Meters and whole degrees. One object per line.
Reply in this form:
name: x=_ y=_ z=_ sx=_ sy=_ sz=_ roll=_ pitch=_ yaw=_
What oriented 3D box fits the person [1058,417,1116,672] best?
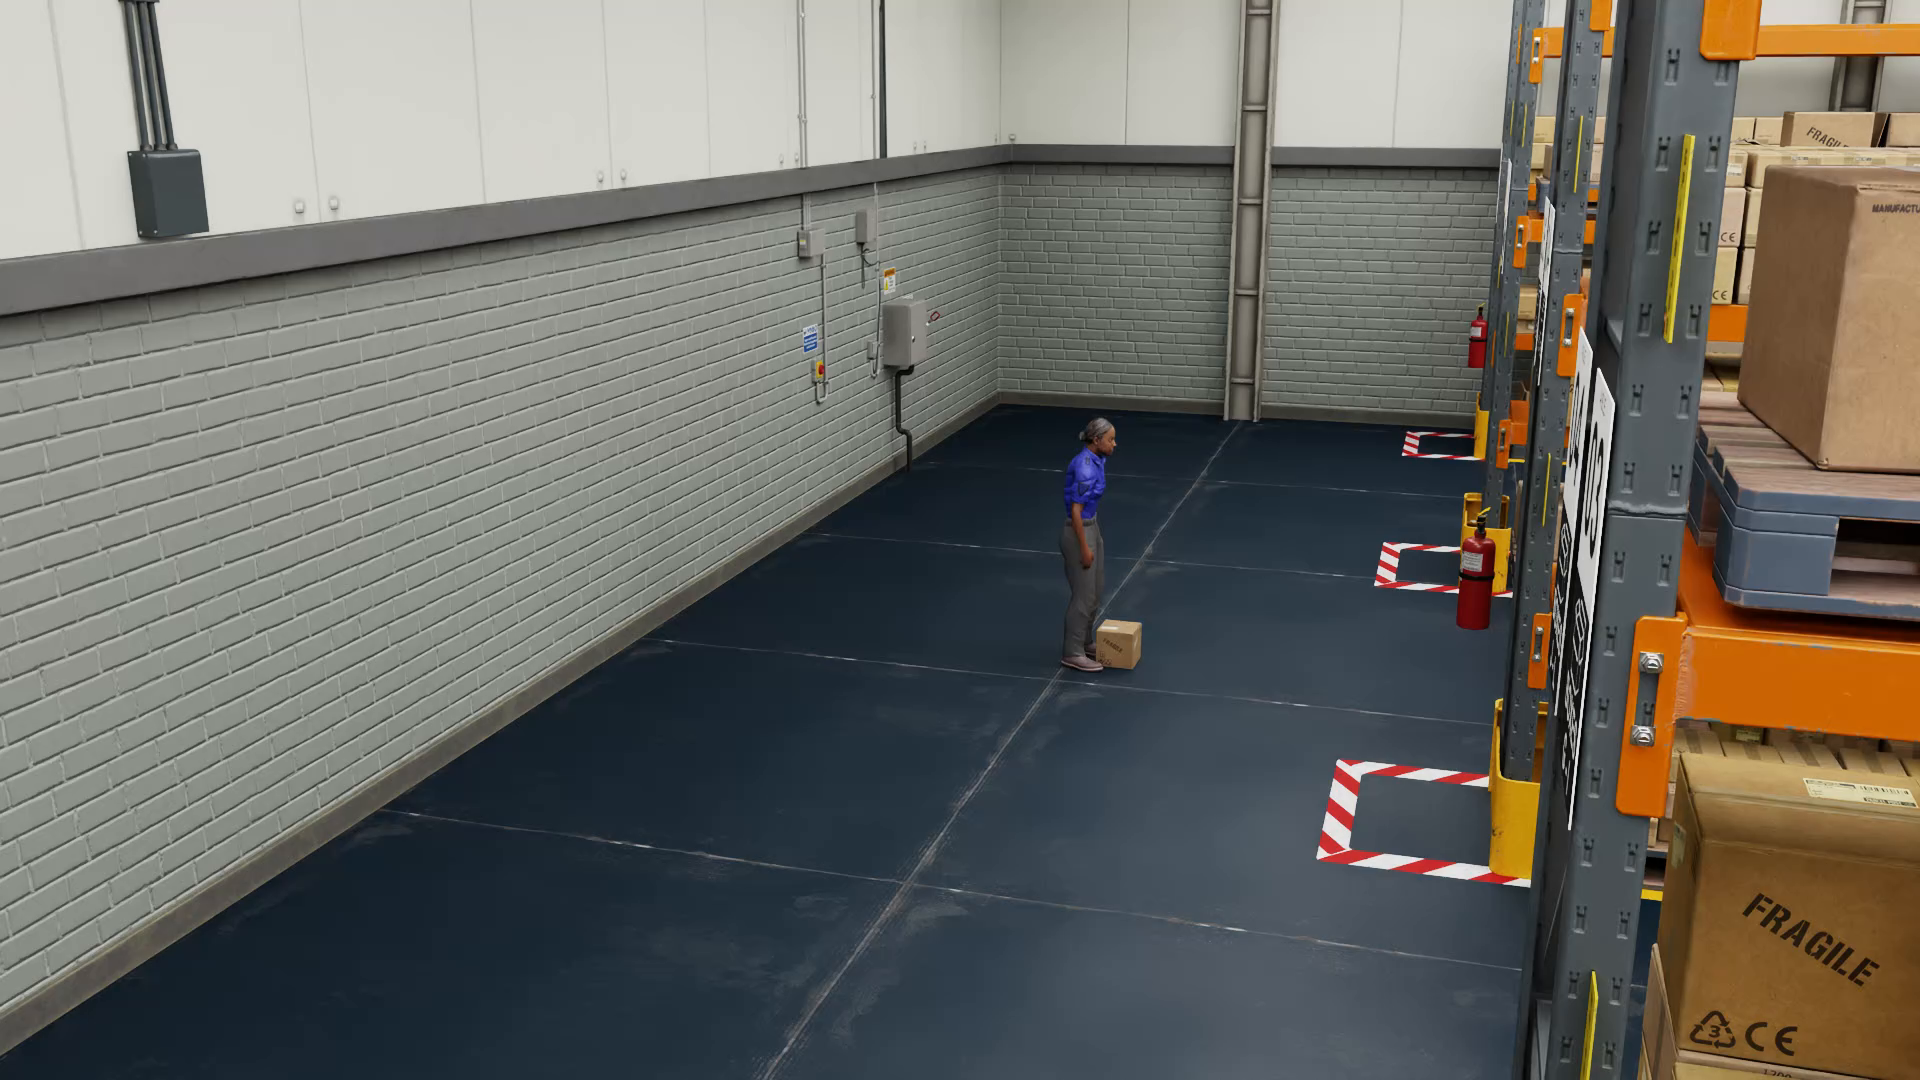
person: x=0.841 y=0.006 z=11.005 sx=0.351 sy=1.655 sz=0.522 roll=4 pitch=16 yaw=14
